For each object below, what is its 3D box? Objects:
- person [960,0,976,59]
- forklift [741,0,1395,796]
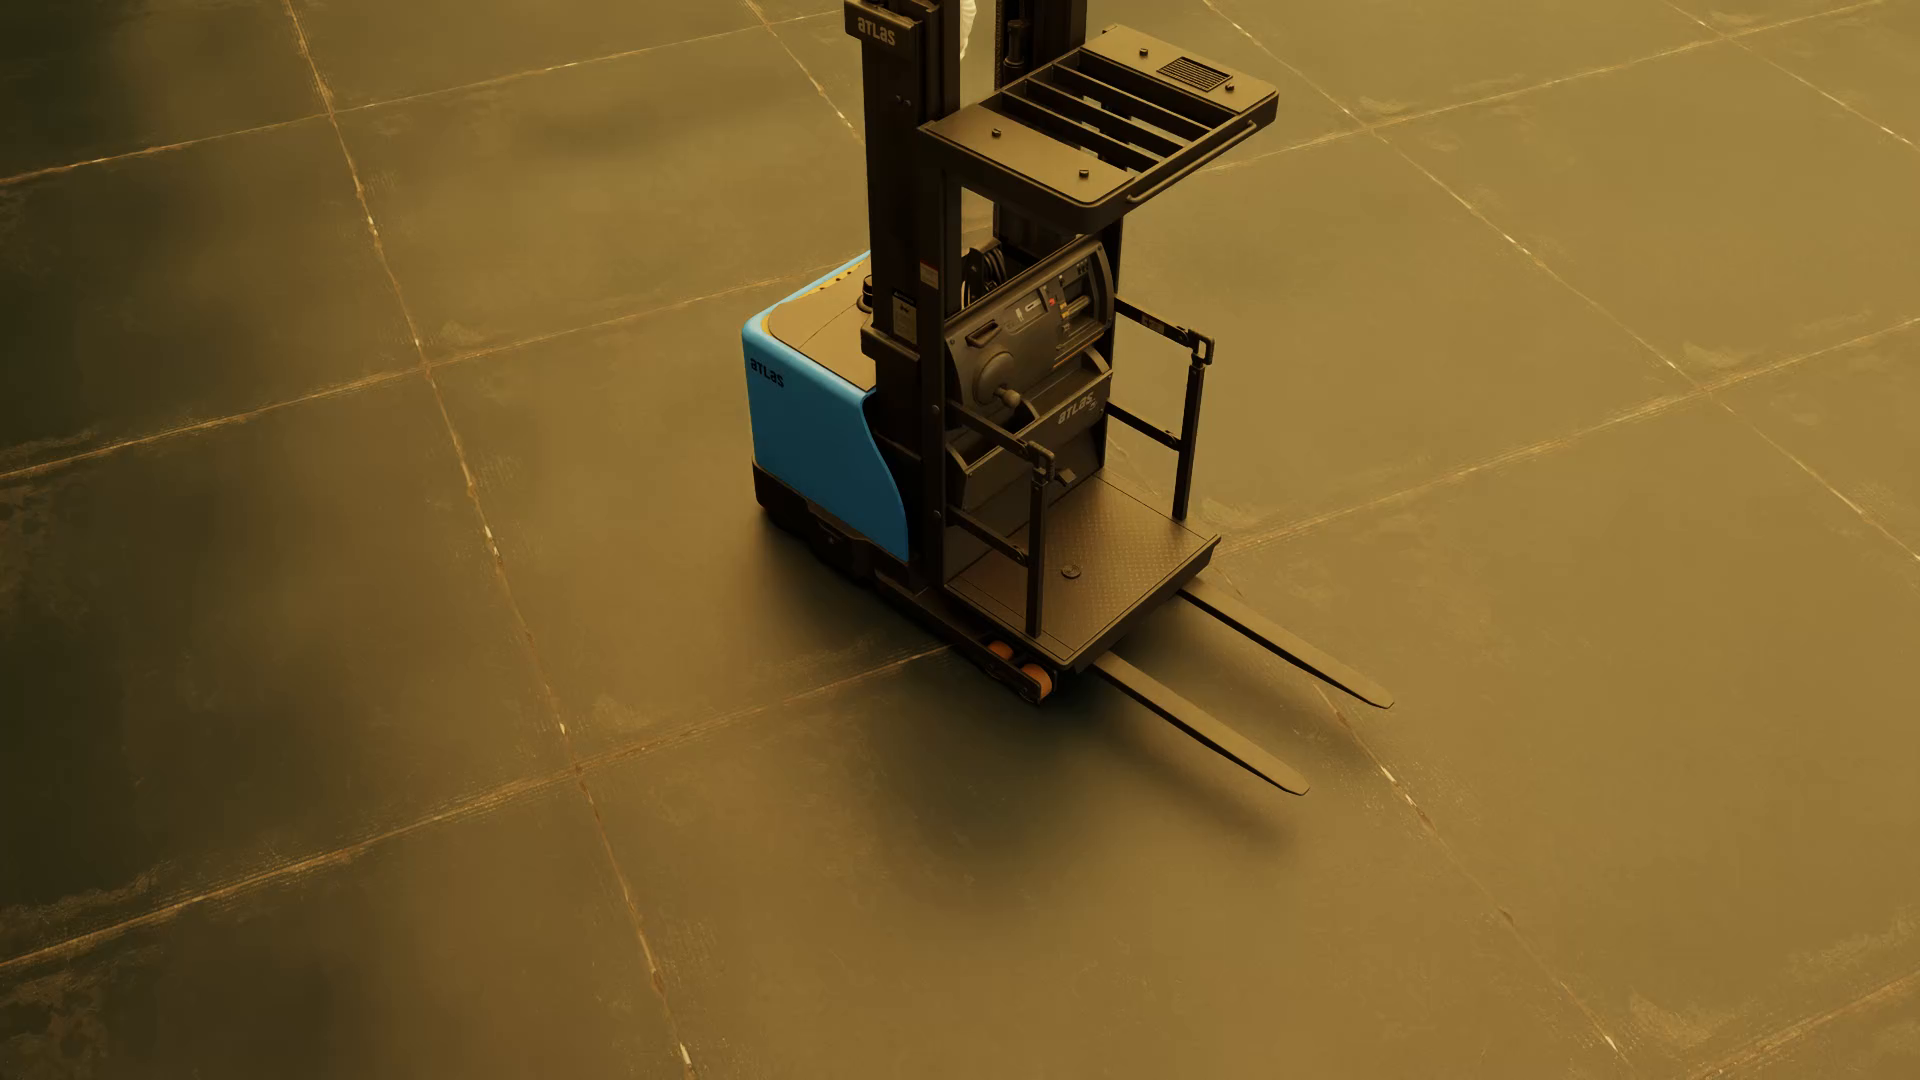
[{"bbox_3d":[-0.210,-2.856,9.636,0.586,1.694,0.533,-21,47,-21],"label":"person"},{"bbox_3d":[0.445,-0.788,6.525,3.031,2.935,1.130,32,52,30],"label":"forklift"}]
